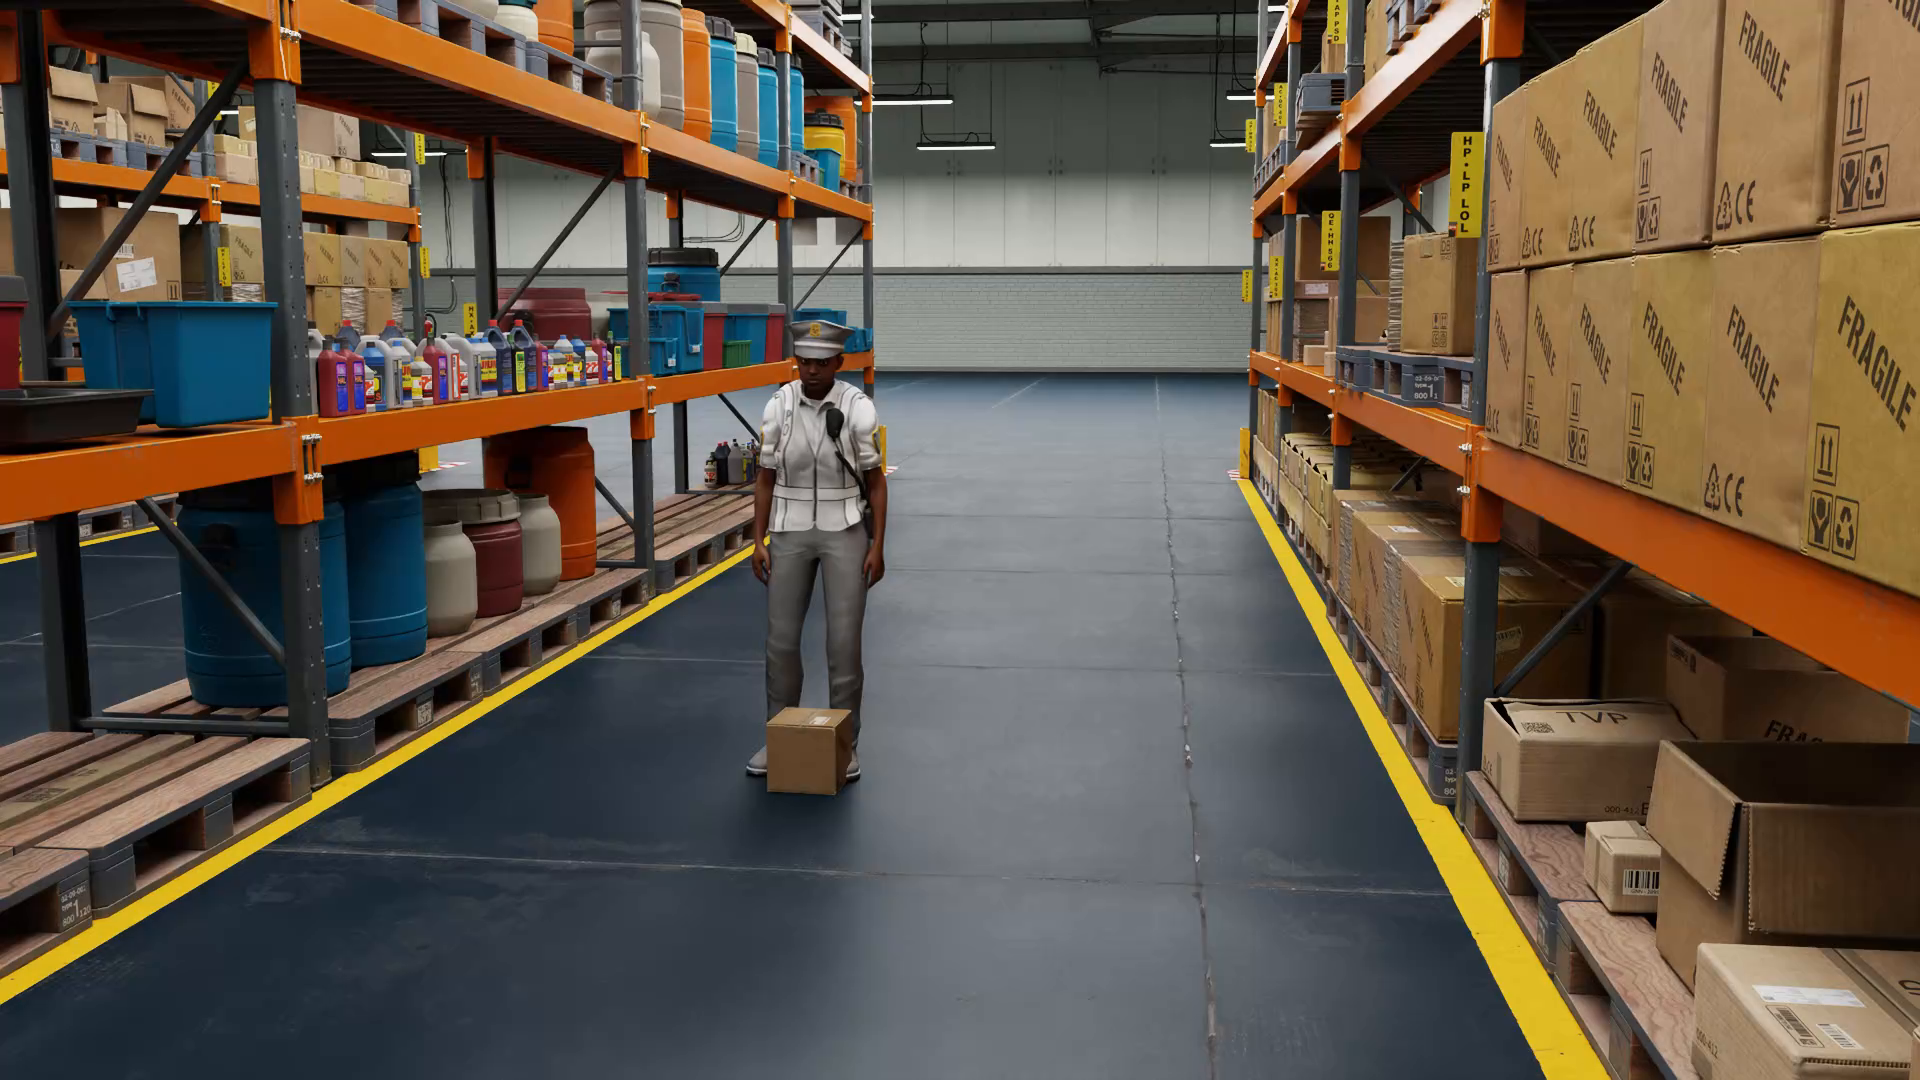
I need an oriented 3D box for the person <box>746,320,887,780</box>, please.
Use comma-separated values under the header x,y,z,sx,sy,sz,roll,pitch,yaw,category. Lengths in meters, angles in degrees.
x,y,z,sx,sy,sz,roll,pitch,yaw,category
-0.524,0.029,6.095,0.512,1.657,0.416,1,8,6,person
